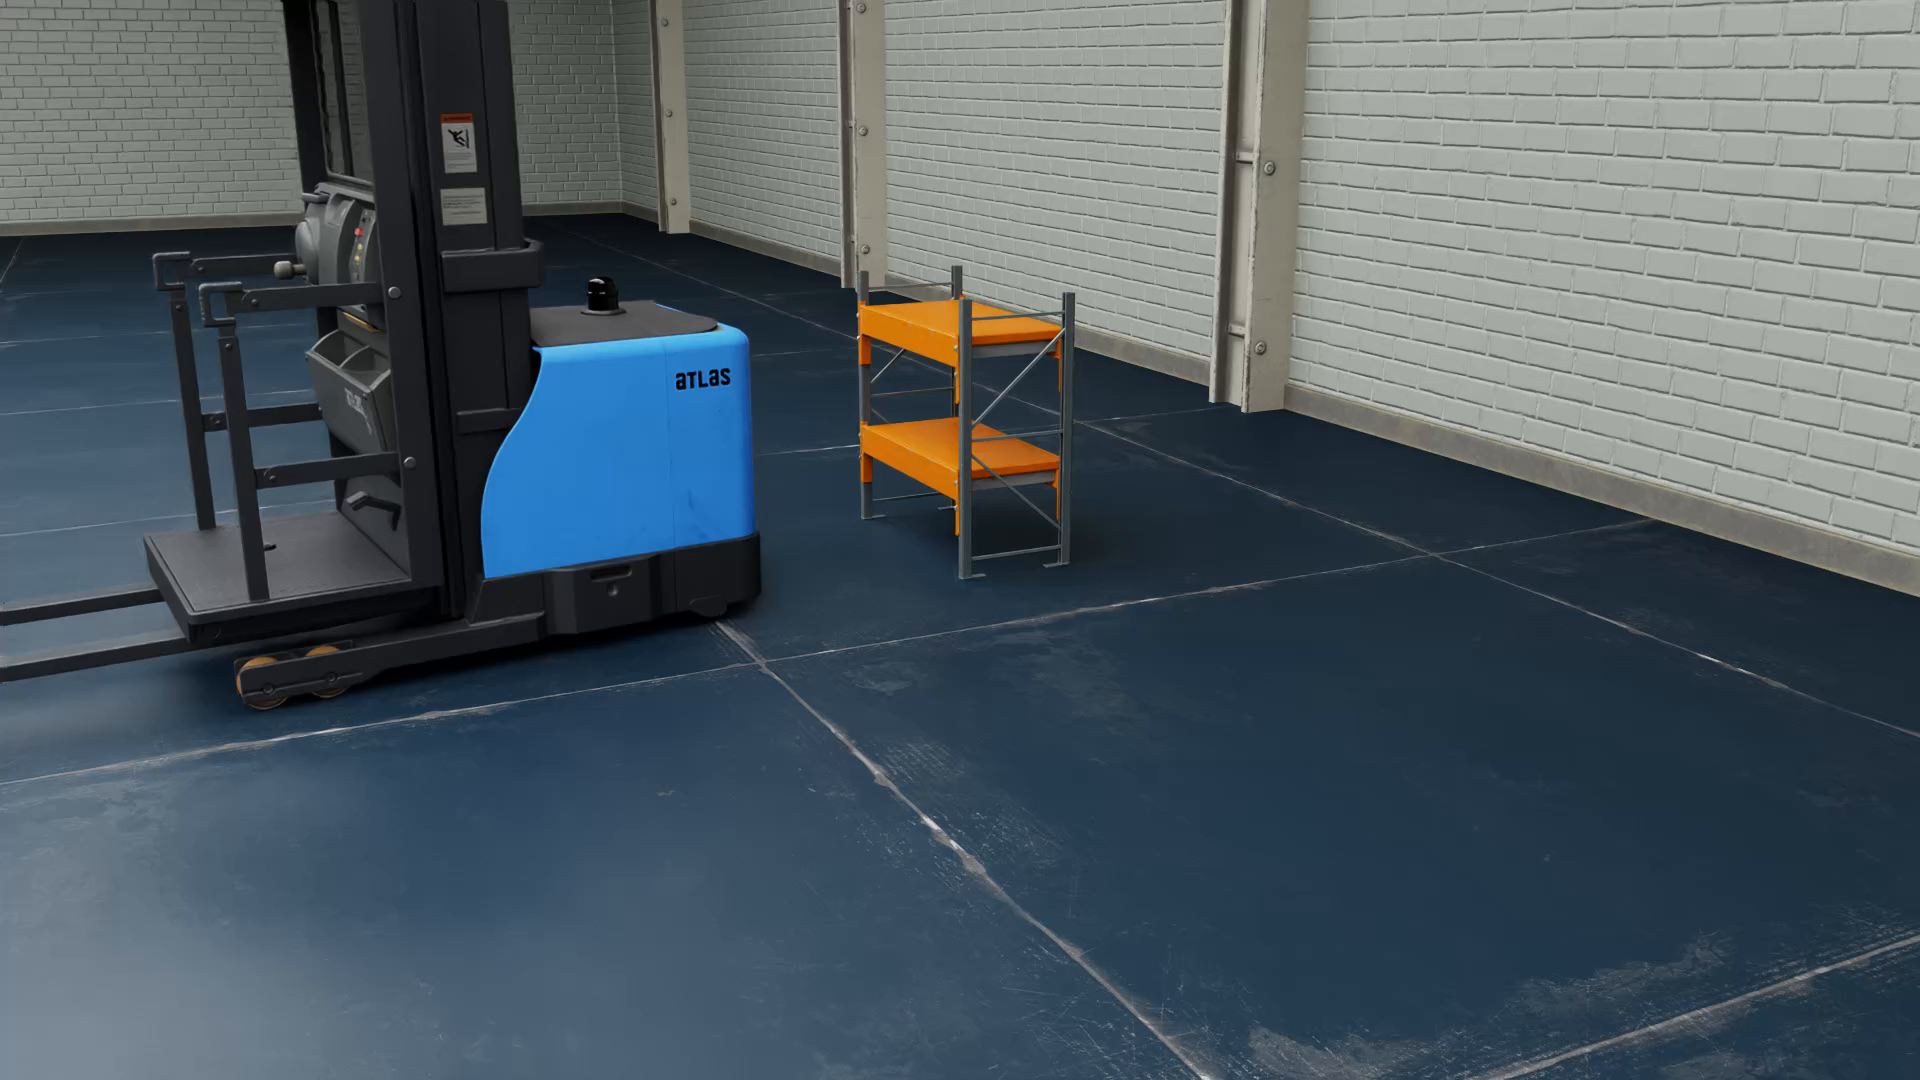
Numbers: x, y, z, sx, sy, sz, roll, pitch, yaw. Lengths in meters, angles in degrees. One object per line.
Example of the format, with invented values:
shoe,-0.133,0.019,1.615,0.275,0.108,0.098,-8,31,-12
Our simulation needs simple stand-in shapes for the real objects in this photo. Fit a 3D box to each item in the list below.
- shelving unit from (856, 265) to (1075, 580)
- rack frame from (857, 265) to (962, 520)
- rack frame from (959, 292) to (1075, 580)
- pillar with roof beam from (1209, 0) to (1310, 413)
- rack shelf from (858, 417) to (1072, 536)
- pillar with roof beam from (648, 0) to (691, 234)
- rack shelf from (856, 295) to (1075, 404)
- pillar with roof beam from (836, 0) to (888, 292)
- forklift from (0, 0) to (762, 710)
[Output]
shelving unit,0.003,-0.539,7.090,0.538,1.125,1.048,-8,18,-25
rack frame,-0.220,-0.665,7.529,0.500,1.125,0.032,-8,18,-25
rack frame,0.226,-0.413,6.650,0.500,1.125,0.032,-8,18,-25
pillar with roof beam,-2.118,-4.629,7.069,9.100,9.000,0.400,-8,18,-25
rack shelf,0.003,-0.304,7.157,0.538,0.278,1.000,-8,18,-25
pillar with roof beam,-7.375,-7.605,17.437,9.100,9.000,0.400,-8,18,-25
rack shelf,0.003,-0.820,7.009,0.538,0.278,1.000,-8,18,-25
pillar with roof beam,-4.746,-6.117,12.253,9.100,9.000,0.400,-8,18,-25
forklift,-2.271,-1.029,5.523,3.031,2.935,1.130,-10,19,-31
